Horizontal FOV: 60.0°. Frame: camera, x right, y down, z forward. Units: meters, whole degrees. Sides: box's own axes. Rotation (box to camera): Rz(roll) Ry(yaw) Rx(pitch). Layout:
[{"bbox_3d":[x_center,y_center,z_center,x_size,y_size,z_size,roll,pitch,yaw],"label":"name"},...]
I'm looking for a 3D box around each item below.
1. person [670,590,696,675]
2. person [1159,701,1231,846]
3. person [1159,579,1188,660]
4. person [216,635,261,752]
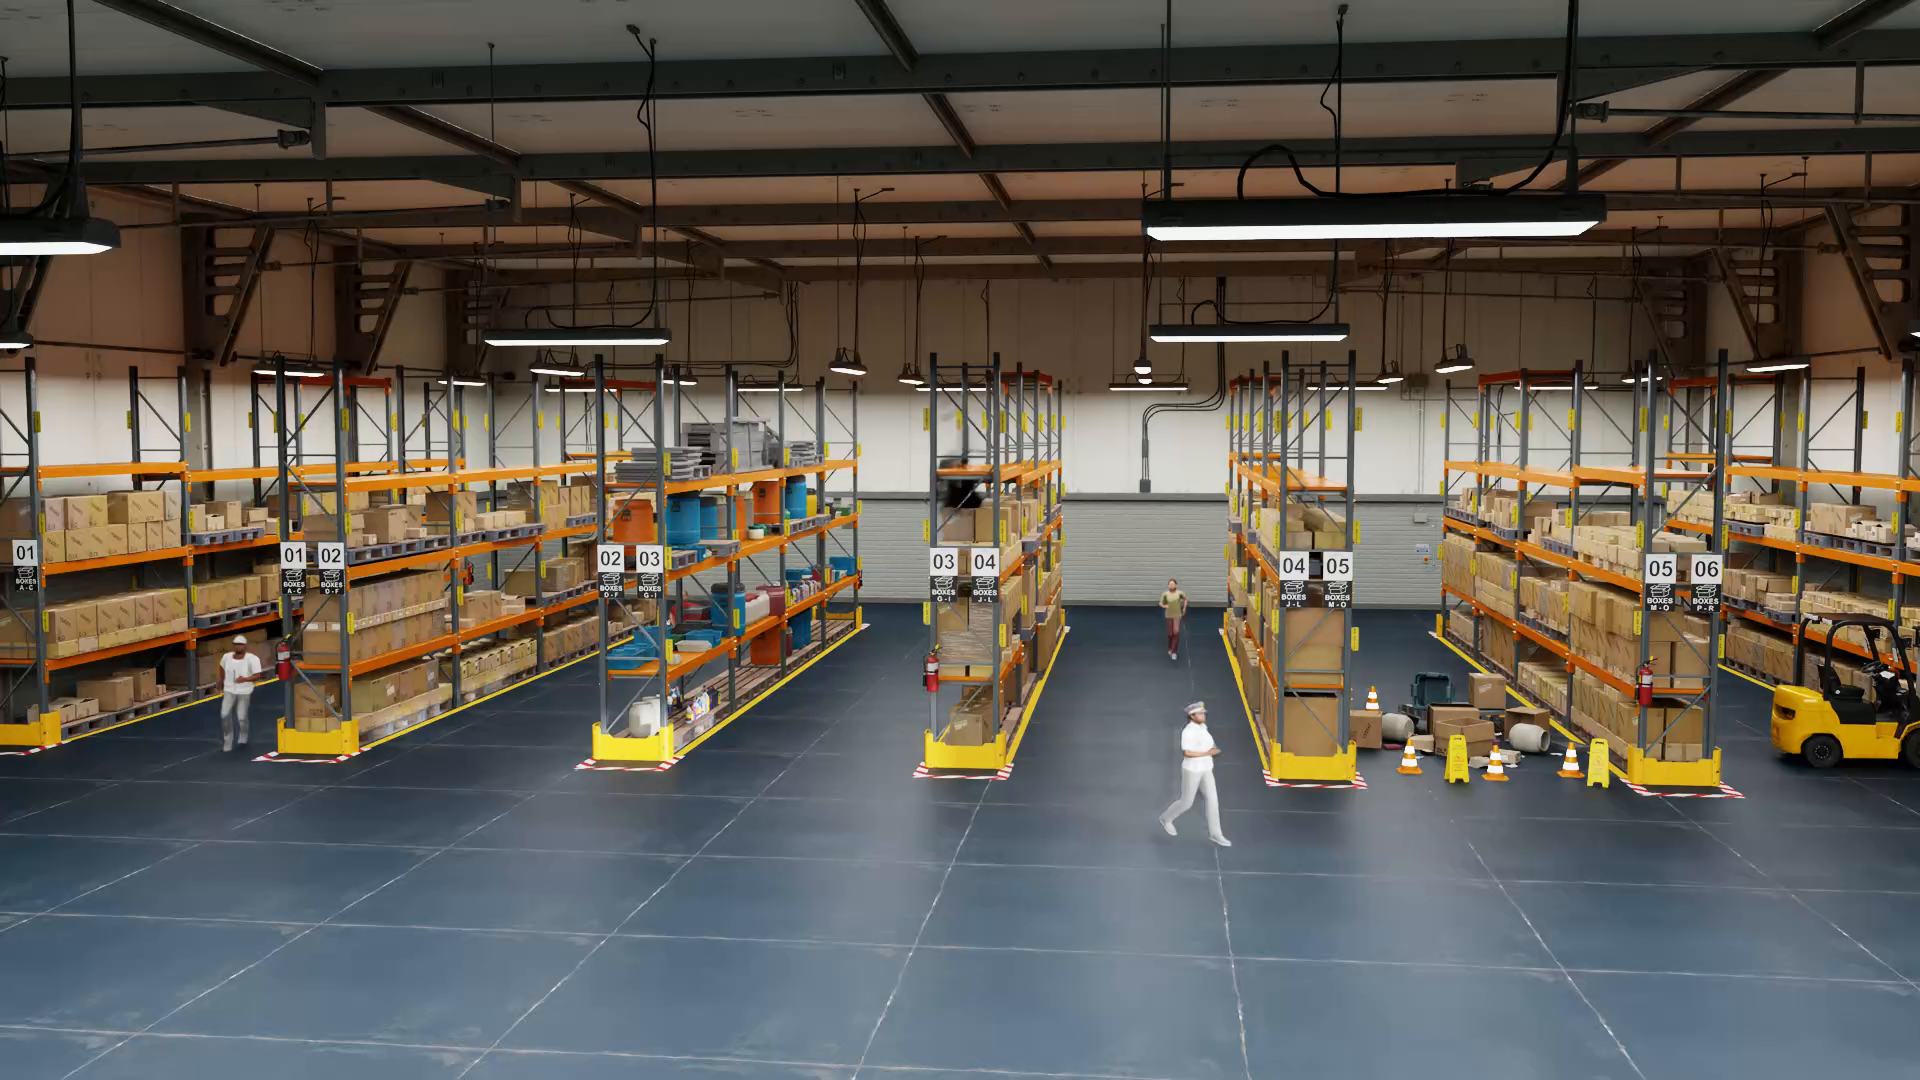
[{"bbox_3d":[-5.422,1.859,32.612,0.653,1.756,0.724,0,4,4],"label":"person"},{"bbox_3d":[2.807,2.742,19.738,0.939,1.677,0.576,4,6,44],"label":"person"},{"bbox_3d":[4.525,1.679,35.373,0.580,1.710,0.773,1,4,14],"label":"person"},{"bbox_3d":[-11.034,2.347,25.453,0.679,1.793,0.711,-1,4,-8],"label":"person"}]
